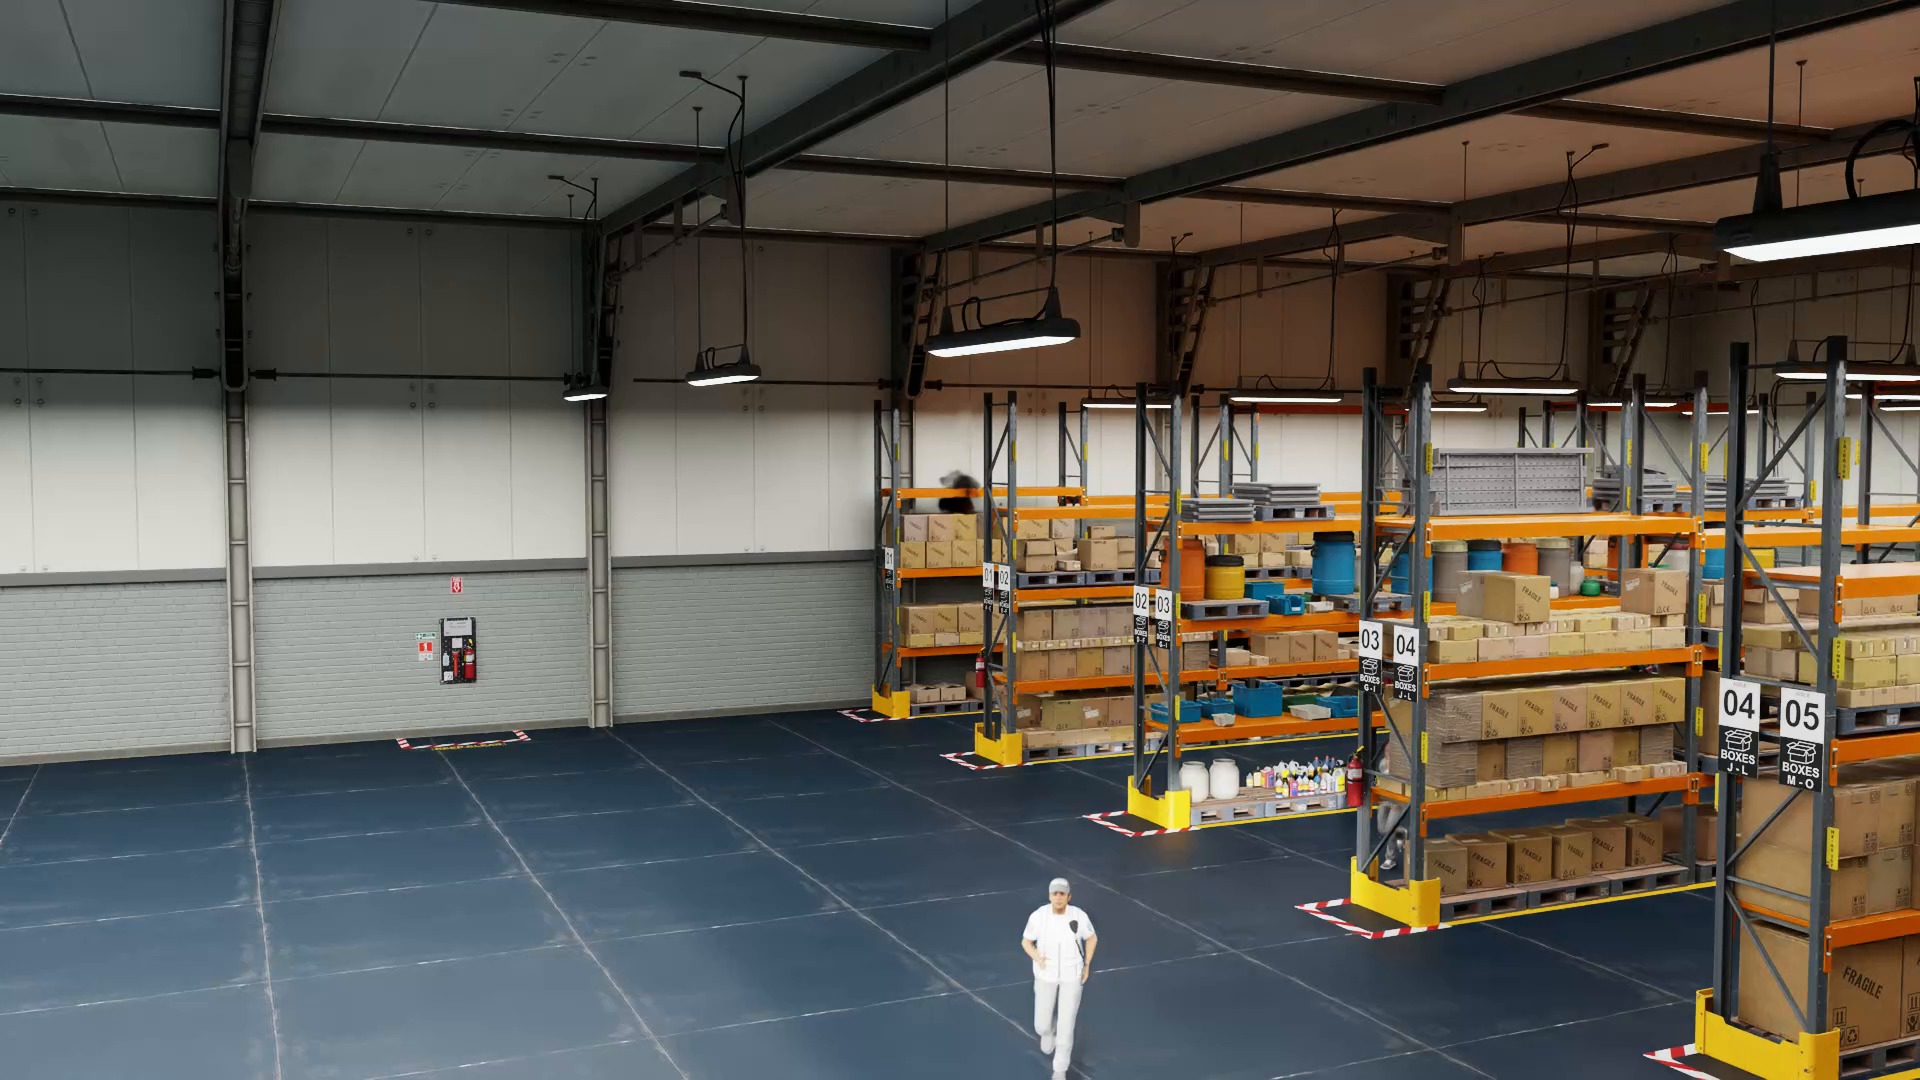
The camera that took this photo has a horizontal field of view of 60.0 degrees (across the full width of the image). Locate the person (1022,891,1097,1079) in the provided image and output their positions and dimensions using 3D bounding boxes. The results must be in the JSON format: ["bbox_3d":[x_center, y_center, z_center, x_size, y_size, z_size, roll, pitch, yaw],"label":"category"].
[{"bbox_3d":[0.813,3.566,13.591,0.616,1.609,0.679,0,3,5],"label":"person"}]

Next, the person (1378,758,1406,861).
[{"bbox_3d":[5.322,3.281,20.289,0.536,1.252,0.346,-3,4,-38],"label":"person"}]
